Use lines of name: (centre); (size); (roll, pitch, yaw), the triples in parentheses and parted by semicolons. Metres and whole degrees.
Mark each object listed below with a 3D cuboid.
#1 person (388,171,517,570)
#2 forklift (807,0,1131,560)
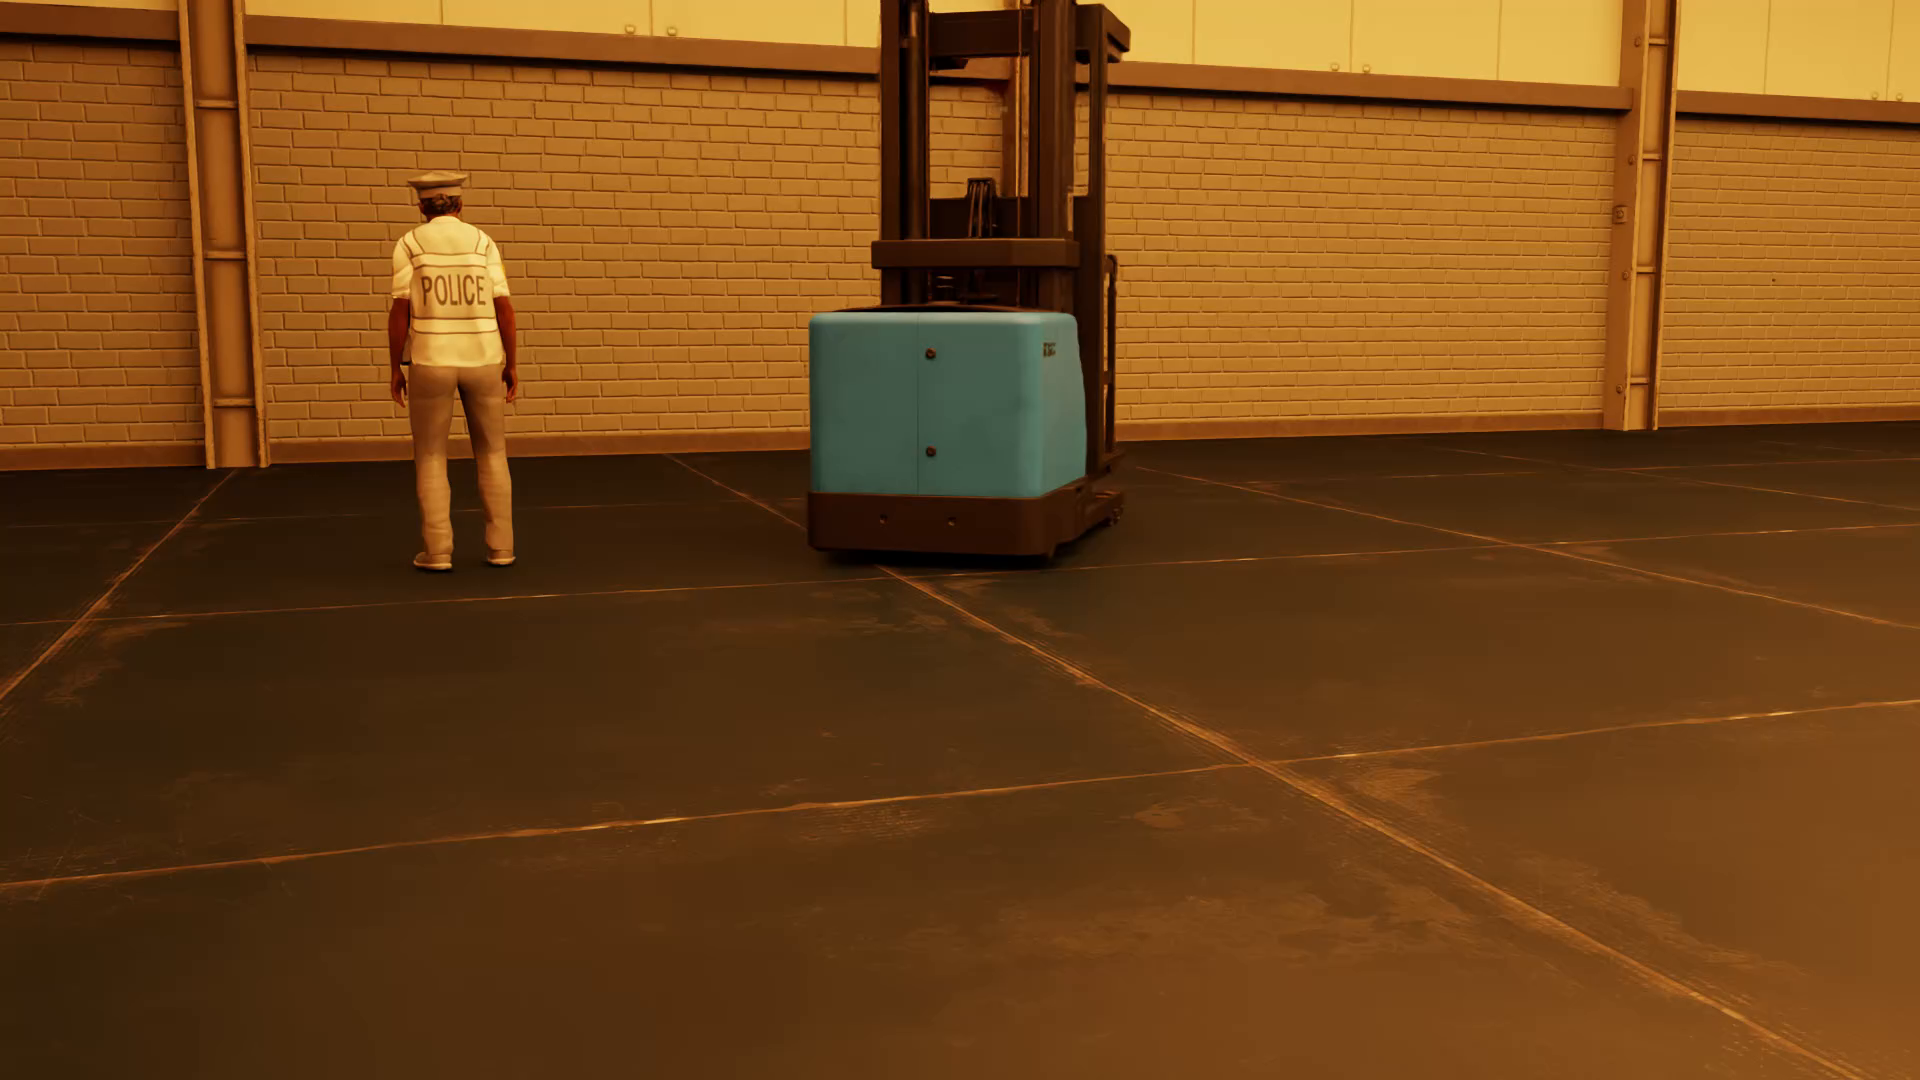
person: (-2.119, -0.705, 6.969); (0.522, 1.656, 0.390); (-3, 8, -24)
forklift: (0.227, -1.527, 8.274); (1.130, 2.935, 3.031); (2, 8, 15)
